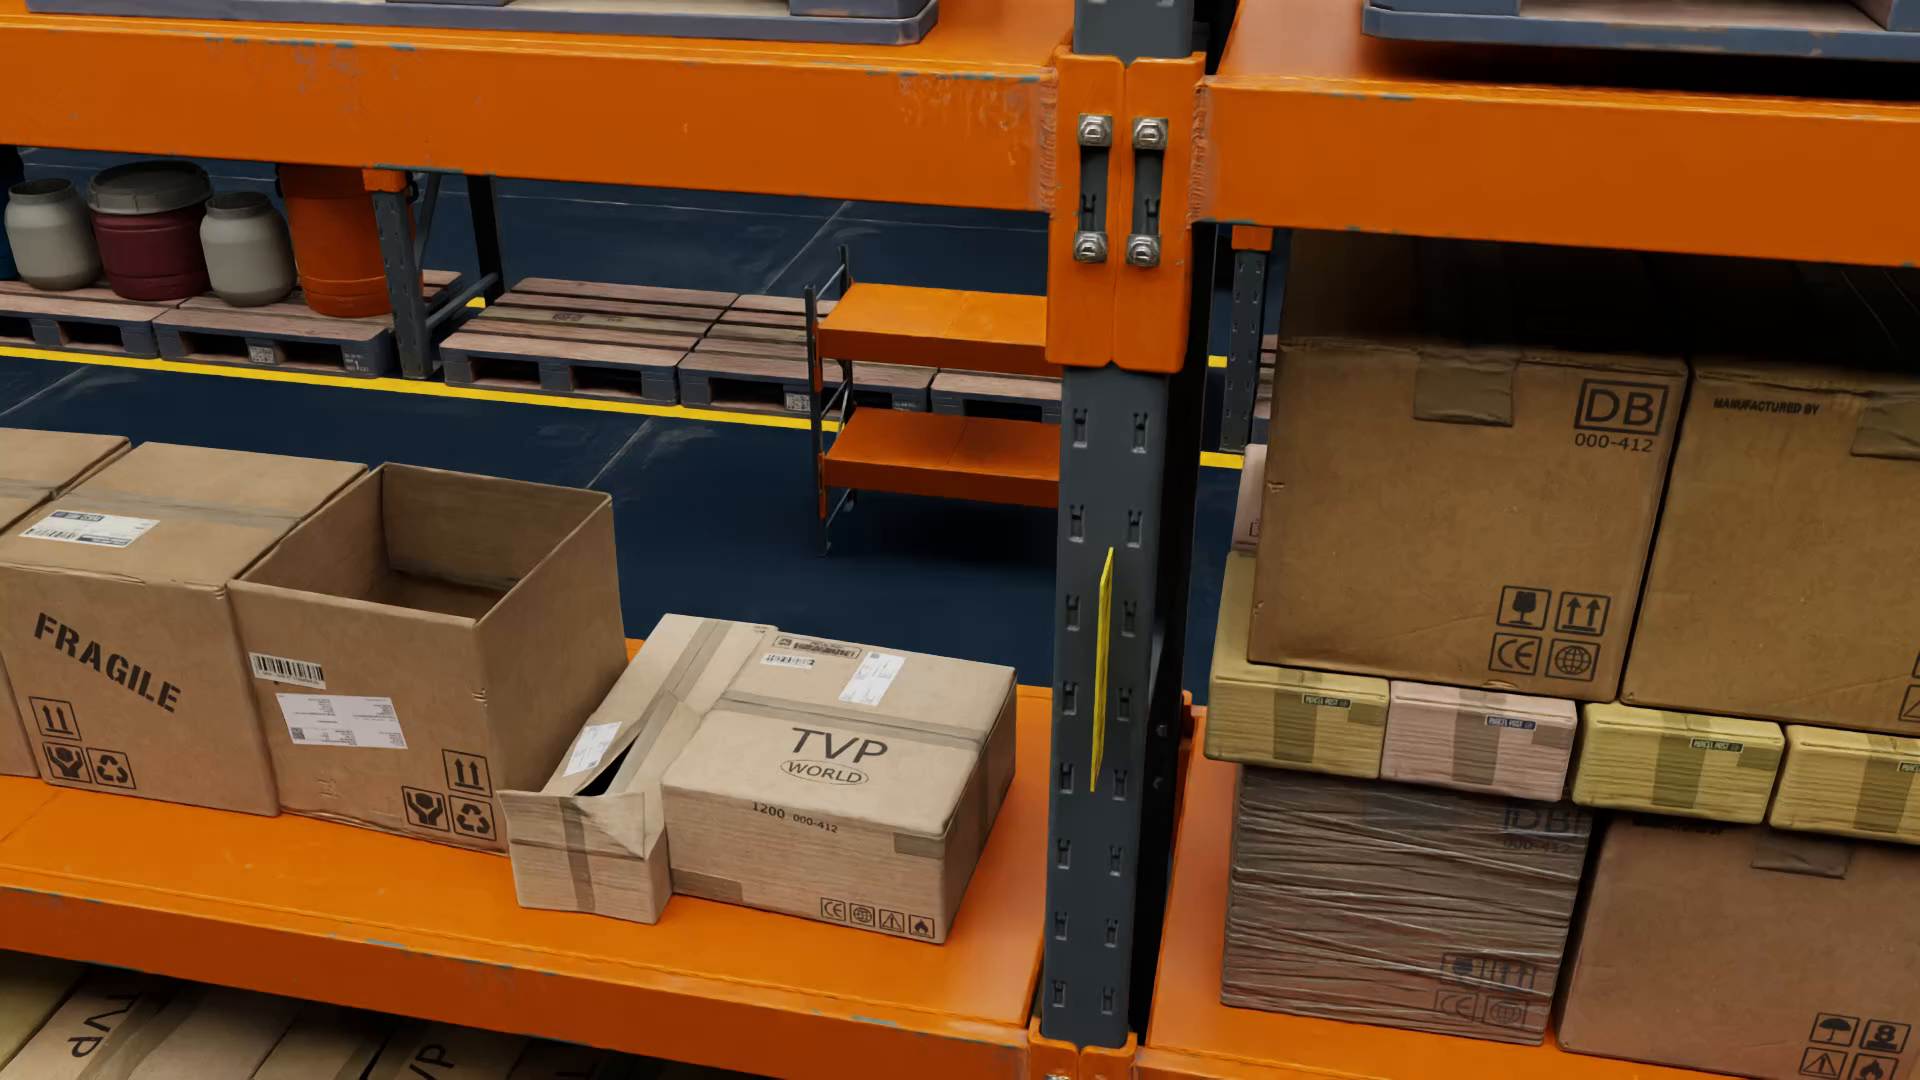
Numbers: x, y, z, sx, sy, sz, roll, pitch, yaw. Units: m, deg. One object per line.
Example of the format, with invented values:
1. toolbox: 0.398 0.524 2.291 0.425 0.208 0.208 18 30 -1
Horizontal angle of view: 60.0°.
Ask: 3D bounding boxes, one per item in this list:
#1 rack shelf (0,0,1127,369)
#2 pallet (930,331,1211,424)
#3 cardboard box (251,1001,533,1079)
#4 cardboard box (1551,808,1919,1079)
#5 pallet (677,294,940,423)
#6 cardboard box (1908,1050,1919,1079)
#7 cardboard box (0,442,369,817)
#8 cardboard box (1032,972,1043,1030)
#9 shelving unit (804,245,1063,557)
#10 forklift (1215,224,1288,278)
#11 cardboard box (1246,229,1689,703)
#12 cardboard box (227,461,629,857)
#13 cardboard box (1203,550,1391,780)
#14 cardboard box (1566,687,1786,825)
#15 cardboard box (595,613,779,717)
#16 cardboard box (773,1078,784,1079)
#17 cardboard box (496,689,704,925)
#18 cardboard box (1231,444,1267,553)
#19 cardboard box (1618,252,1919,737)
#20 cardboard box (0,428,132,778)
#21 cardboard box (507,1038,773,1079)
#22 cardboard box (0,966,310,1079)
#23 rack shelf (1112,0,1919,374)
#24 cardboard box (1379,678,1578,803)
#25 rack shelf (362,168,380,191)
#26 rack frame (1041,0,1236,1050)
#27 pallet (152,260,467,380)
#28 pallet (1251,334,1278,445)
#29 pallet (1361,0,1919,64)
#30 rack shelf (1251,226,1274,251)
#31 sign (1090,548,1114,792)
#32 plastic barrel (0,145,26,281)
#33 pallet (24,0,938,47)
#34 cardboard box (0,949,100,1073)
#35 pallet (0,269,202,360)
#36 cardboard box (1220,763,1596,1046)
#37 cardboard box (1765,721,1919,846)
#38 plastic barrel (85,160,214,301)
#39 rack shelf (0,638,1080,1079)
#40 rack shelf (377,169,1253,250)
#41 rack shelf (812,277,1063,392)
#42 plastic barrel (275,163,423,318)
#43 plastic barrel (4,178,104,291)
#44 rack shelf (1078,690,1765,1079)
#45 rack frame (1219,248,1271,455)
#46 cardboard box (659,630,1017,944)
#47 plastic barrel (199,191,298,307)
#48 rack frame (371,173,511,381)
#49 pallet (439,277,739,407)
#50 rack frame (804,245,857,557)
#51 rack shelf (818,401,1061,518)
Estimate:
1. rack shelf: -1.665 -0.811 2.733 4.000 0.370 1.077 6 29 11
2. pallet: 0.553 -0.773 7.942 1.213 0.211 1.003 6 29 11
3. cardboard box: -1.163 1.160 3.350 0.500 0.311 0.500 6 29 10
4. cardboard box: 1.243 0.438 2.723 0.500 0.500 0.700 6 29 10
5. pallet: -0.644 -0.894 8.164 1.213 0.211 1.003 6 29 11
6. cardboard box: 1.733 0.490 2.628 0.500 0.500 0.700 6 29 11
7. cardboard box: -1.462 0.158 3.233 0.500 0.500 0.500 6 29 11
8. cardboard box: -0.061 1.008 3.628 0.500 0.311 0.500 6 29 11
9. shelving unit: -0.007 -0.494 6.481 1.048 1.125 0.538 6 29 11
10. forklift: 1.651 -3.434 9.970 1.130 2.935 3.031 10 30 18
11. cardboard box: 0.726 -0.181 2.502 0.500 0.500 0.700 6 29 11
12. cardboard box: -0.972 0.209 3.141 0.500 0.500 0.500 8 30 14
13. cardboard box: 0.513 0.180 2.519 0.250 0.149 0.380 6 29 10
14. cardboard box: 1.011 0.230 2.427 0.250 0.149 0.380 5 29 9
15. cardboard box: -0.533 0.315 3.312 0.250 0.149 0.380 6 29 11
16. cardboard box: -0.165 1.260 3.167 0.500 0.311 0.500 6 29 11
17. cardboard box: -0.607 0.447 2.950 0.258 0.266 0.396 5 29 9
18. cardboard box: 0.601 -0.012 2.868 0.250 0.149 0.380 6 29 11
19. cardboard box: 1.220 -0.131 2.411 0.500 0.500 0.700 6 29 10
20. cardboard box: -1.977 0.106 3.329 0.500 0.500 0.500 4 29 8
21. cardboard box: -0.675 1.211 3.257 0.500 0.311 0.500 7 29 12
22. cardboard box: -1.654 1.107 3.445 0.500 0.311 0.500 5 29 10
23. rack shelf: 2.247 -0.410 2.000 4.000 0.370 1.077 6 29 11
24. cardboard box: 0.759 0.205 2.473 0.250 0.149 0.380 6 29 11
25. rack shelf: -4.539 -2.222 8.434 4.000 0.370 1.077 6 29 11
26. rack frame: 0.290 0.392 2.911 0.053 2.616 0.949 6 29 11
27. pallet: -3.363 -1.173 8.673 1.213 0.211 1.003 6 29 11
28. pallet: 1.977 -0.626 7.673 1.213 0.211 1.003 6 29 11
29. pallet: 1.130 -0.813 2.081 1.213 0.211 1.003 6 29 11
30. rack shelf: 3.285 -1.420 6.969 4.000 0.370 1.077 6 29 11
31. sign: 0.187 0.173 2.188 0.005 0.325 0.100 6 29 11
32. plastic barrel: -5.274 -1.868 8.787 0.708 0.901 0.600 6 29 11
33. pallet: -0.575 -0.924 2.390 1.217 0.209 0.805 5 29 9
34. cardboard box: -2.156 1.056 3.539 0.500 0.311 0.500 5 29 9
35. pallet: -4.552 -1.297 8.899 1.213 0.211 1.003 6 29 11
36. cardboard box: 0.726 0.388 2.814 0.500 0.500 0.700 5 29 9
37. cardboard box: 1.268 0.255 2.380 0.250 0.149 0.380 6 29 10
38. plastic barrel: -4.169 -1.618 8.655 0.708 0.588 0.600 6 29 11
39. rack shelf: -1.665 0.505 3.453 4.000 0.370 1.077 6 29 11
40. rack shelf: -0.627 -1.821 7.701 4.000 0.370 1.077 6 29 11
41. rack shelf: -0.007 -0.751 6.341 1.000 0.278 0.538 6 29 11
42. plastic barrel: -3.065 -1.610 8.390 0.708 0.830 0.600 6 29 11
43. plastic barrel: -4.740 -1.599 8.700 0.421 0.512 0.421 0 29 0
44. rack shelf: 2.247 0.906 2.720 4.000 0.370 1.077 6 29 11
45. rack frame: 1.329 -1.936 7.162 0.127 3.000 1.000 6 29 11
46. cardboard box: -0.200 0.427 3.003 0.500 0.250 0.500 8 30 14
47. plastic barrel: -3.636 -1.486 8.493 0.421 0.512 0.421 0 29 0
48. rack frame: -2.583 -2.337 7.895 0.127 3.000 1.000 6 29 11
49. pallet: -1.833 -1.018 8.389 1.213 0.211 1.003 6 29 11
50. rack frame: -0.504 -0.545 6.574 0.032 1.125 0.500 6 29 11
51. rack shelf: -0.007 -0.280 6.599 1.000 0.278 0.538 6 29 11
